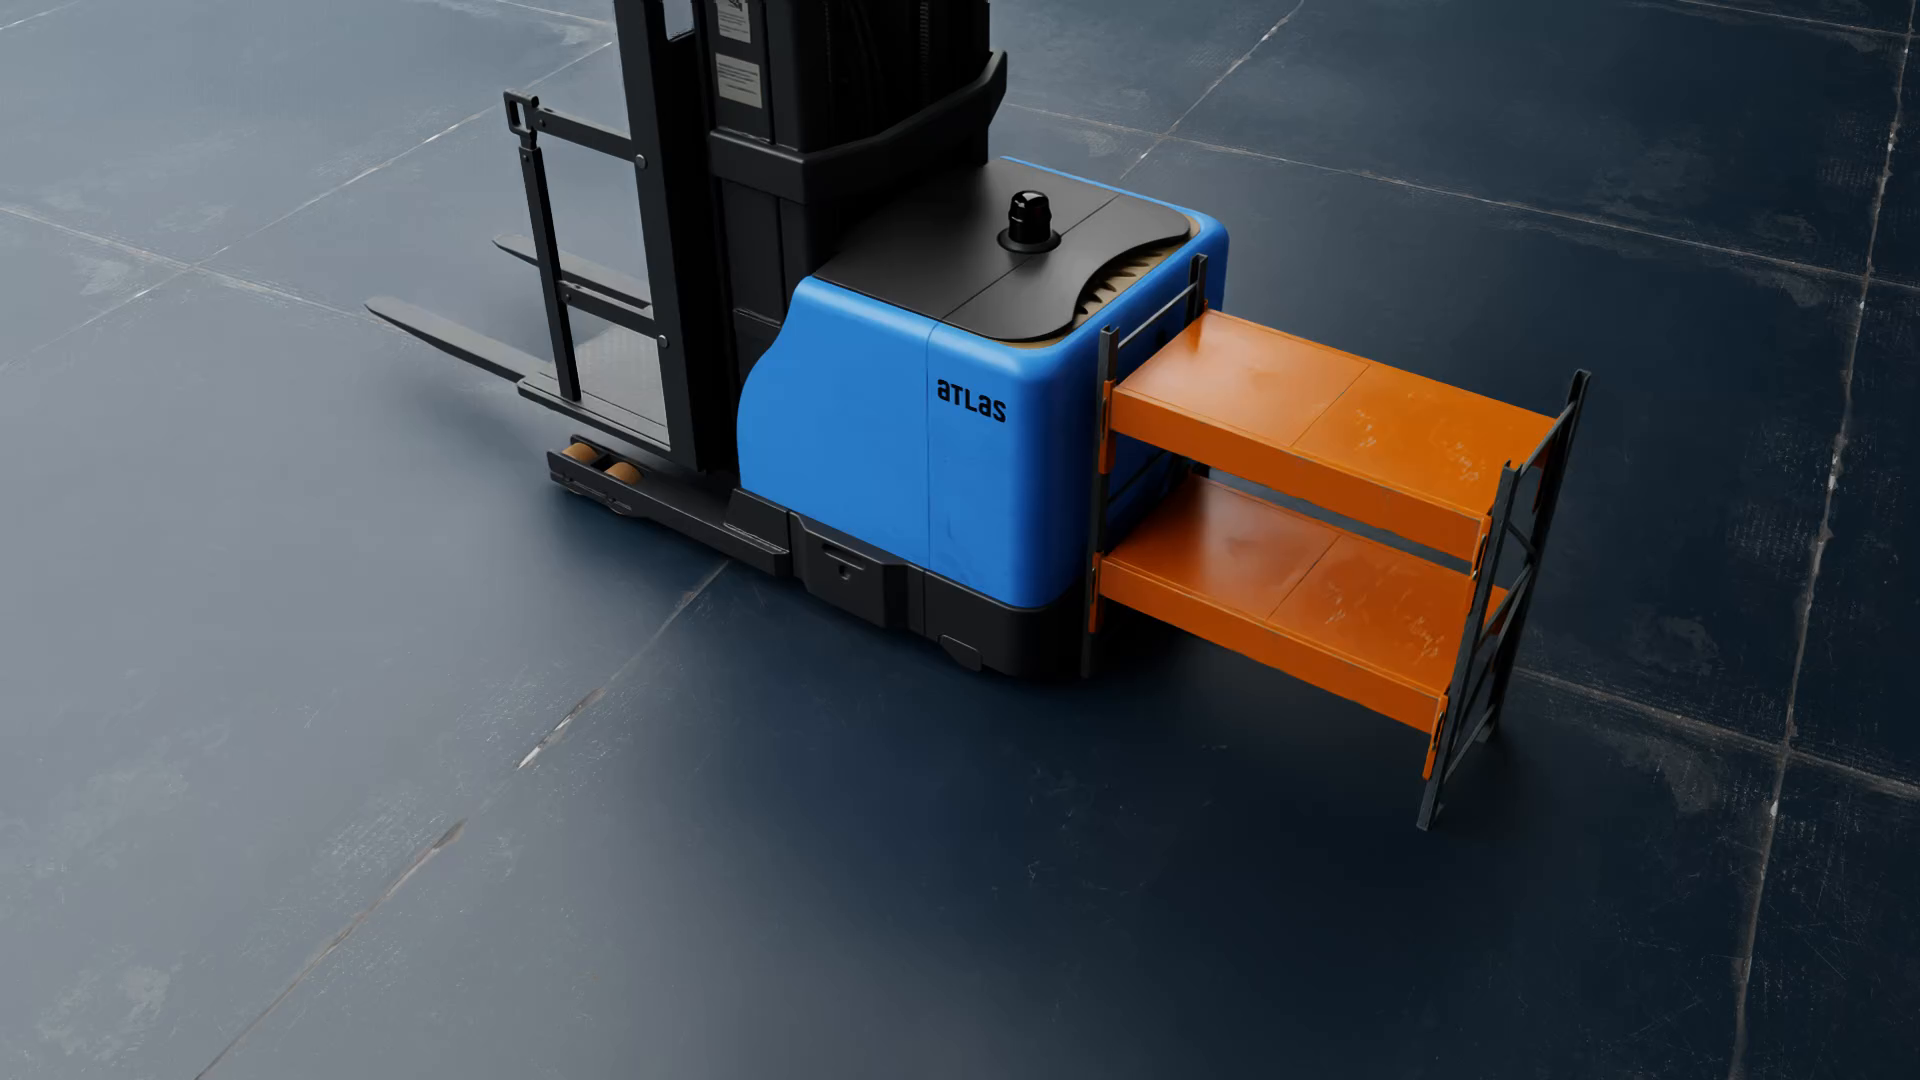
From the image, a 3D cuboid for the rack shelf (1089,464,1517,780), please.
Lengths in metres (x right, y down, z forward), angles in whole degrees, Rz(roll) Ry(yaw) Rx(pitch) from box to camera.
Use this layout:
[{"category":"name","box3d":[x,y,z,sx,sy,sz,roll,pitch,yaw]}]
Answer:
[{"category":"rack shelf","box3d":[0.913,0.191,4.473,1.000,0.278,0.538,23,43,27]}]

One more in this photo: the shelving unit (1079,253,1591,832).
[{"category":"shelving unit","box3d":[0.913,-0.004,4.325,1.048,1.125,0.538,23,43,27]}]

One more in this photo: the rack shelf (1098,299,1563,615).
[{"category":"rack shelf","box3d":[0.913,-0.237,4.148,1.000,0.278,0.538,23,43,27]}]

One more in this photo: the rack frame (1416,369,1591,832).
[{"category":"rack frame","box3d":[1.329,0.172,4.092,0.032,1.125,0.500,23,43,27]}]

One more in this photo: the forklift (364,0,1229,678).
[{"category":"forklift","box3d":[-0.726,-1.486,4.783,3.031,2.935,1.130,23,43,27]}]

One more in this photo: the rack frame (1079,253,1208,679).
[{"category":"rack frame","box3d":[0.497,-0.181,4.558,0.032,1.125,0.500,23,43,27]}]
